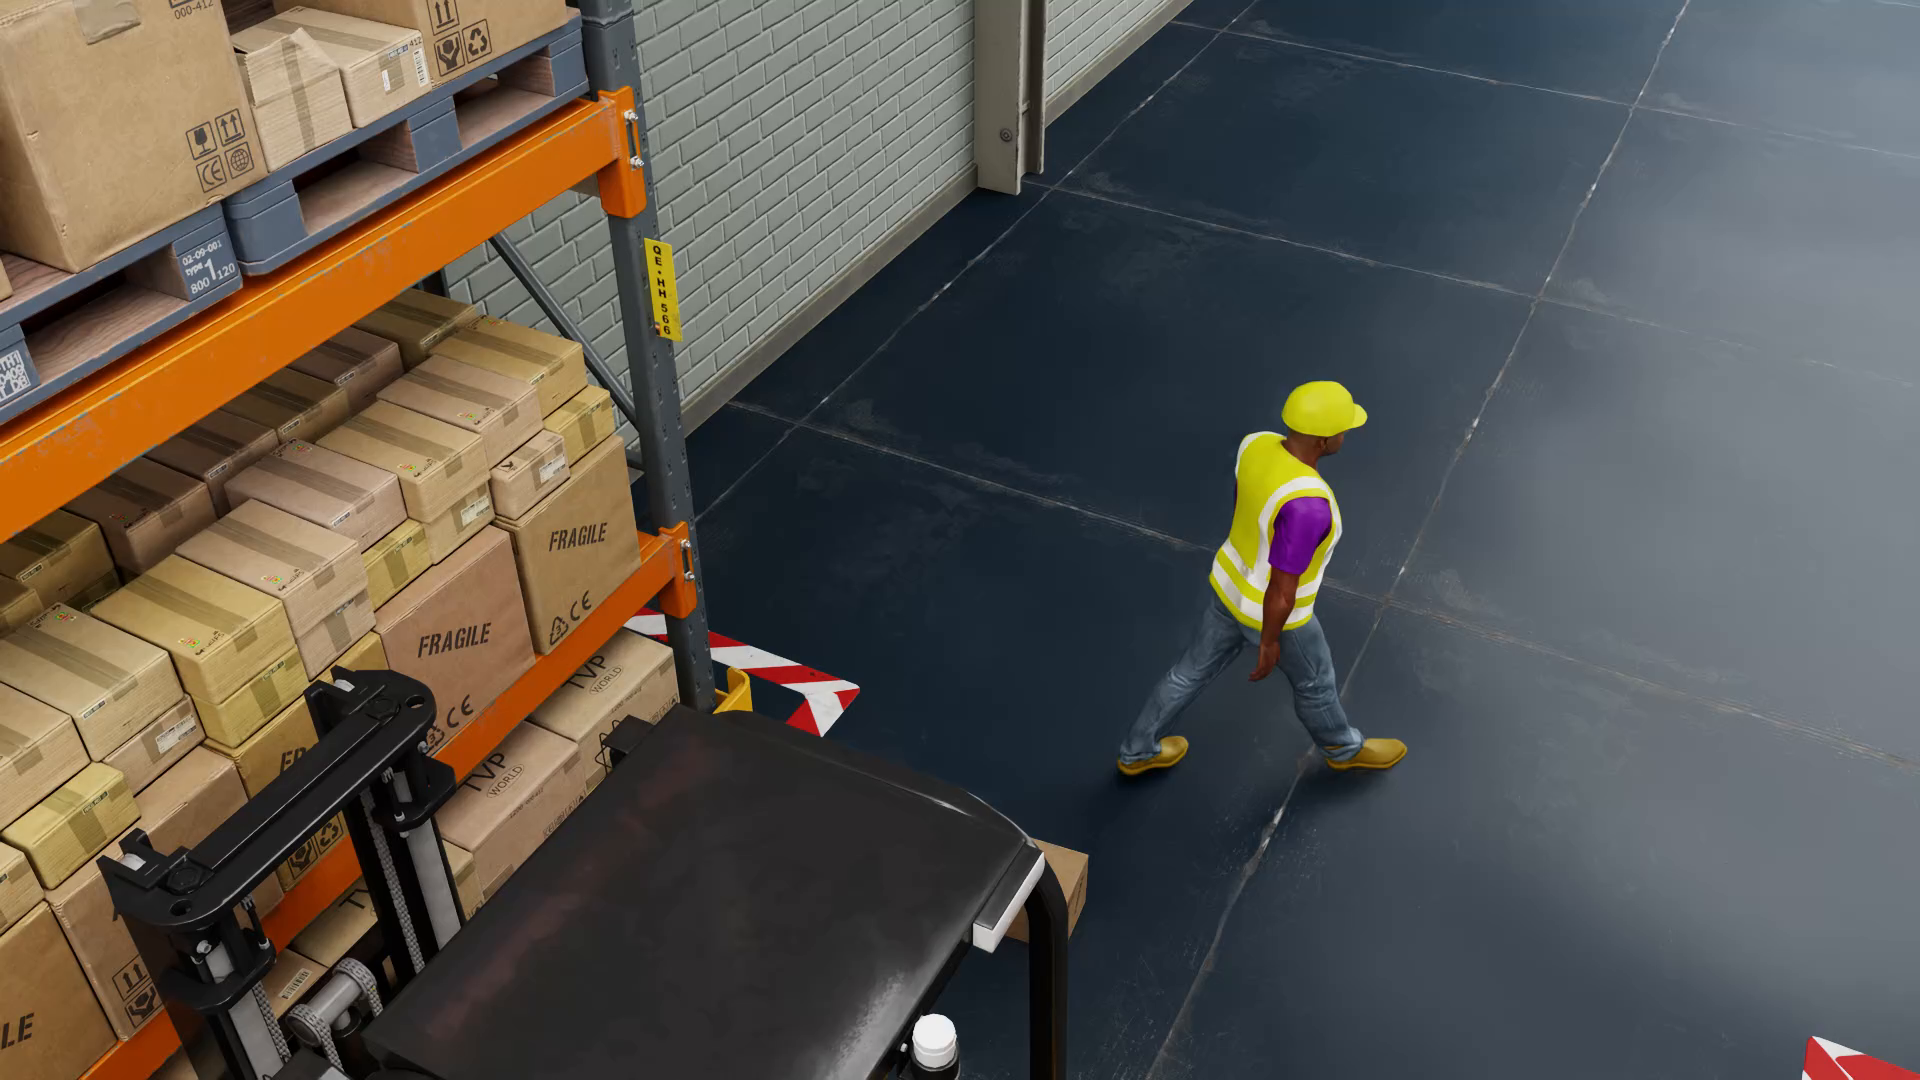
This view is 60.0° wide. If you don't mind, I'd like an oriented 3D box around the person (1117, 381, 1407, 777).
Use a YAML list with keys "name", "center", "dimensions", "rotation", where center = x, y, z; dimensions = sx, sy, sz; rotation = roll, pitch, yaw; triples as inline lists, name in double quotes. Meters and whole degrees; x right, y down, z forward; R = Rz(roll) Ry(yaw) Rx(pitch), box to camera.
- name: "person"
  center: [1.139, 0.176, 5.927]
  dimensions: [1.084, 1.693, 0.480]
  rotation: [-11, 39, -14]
